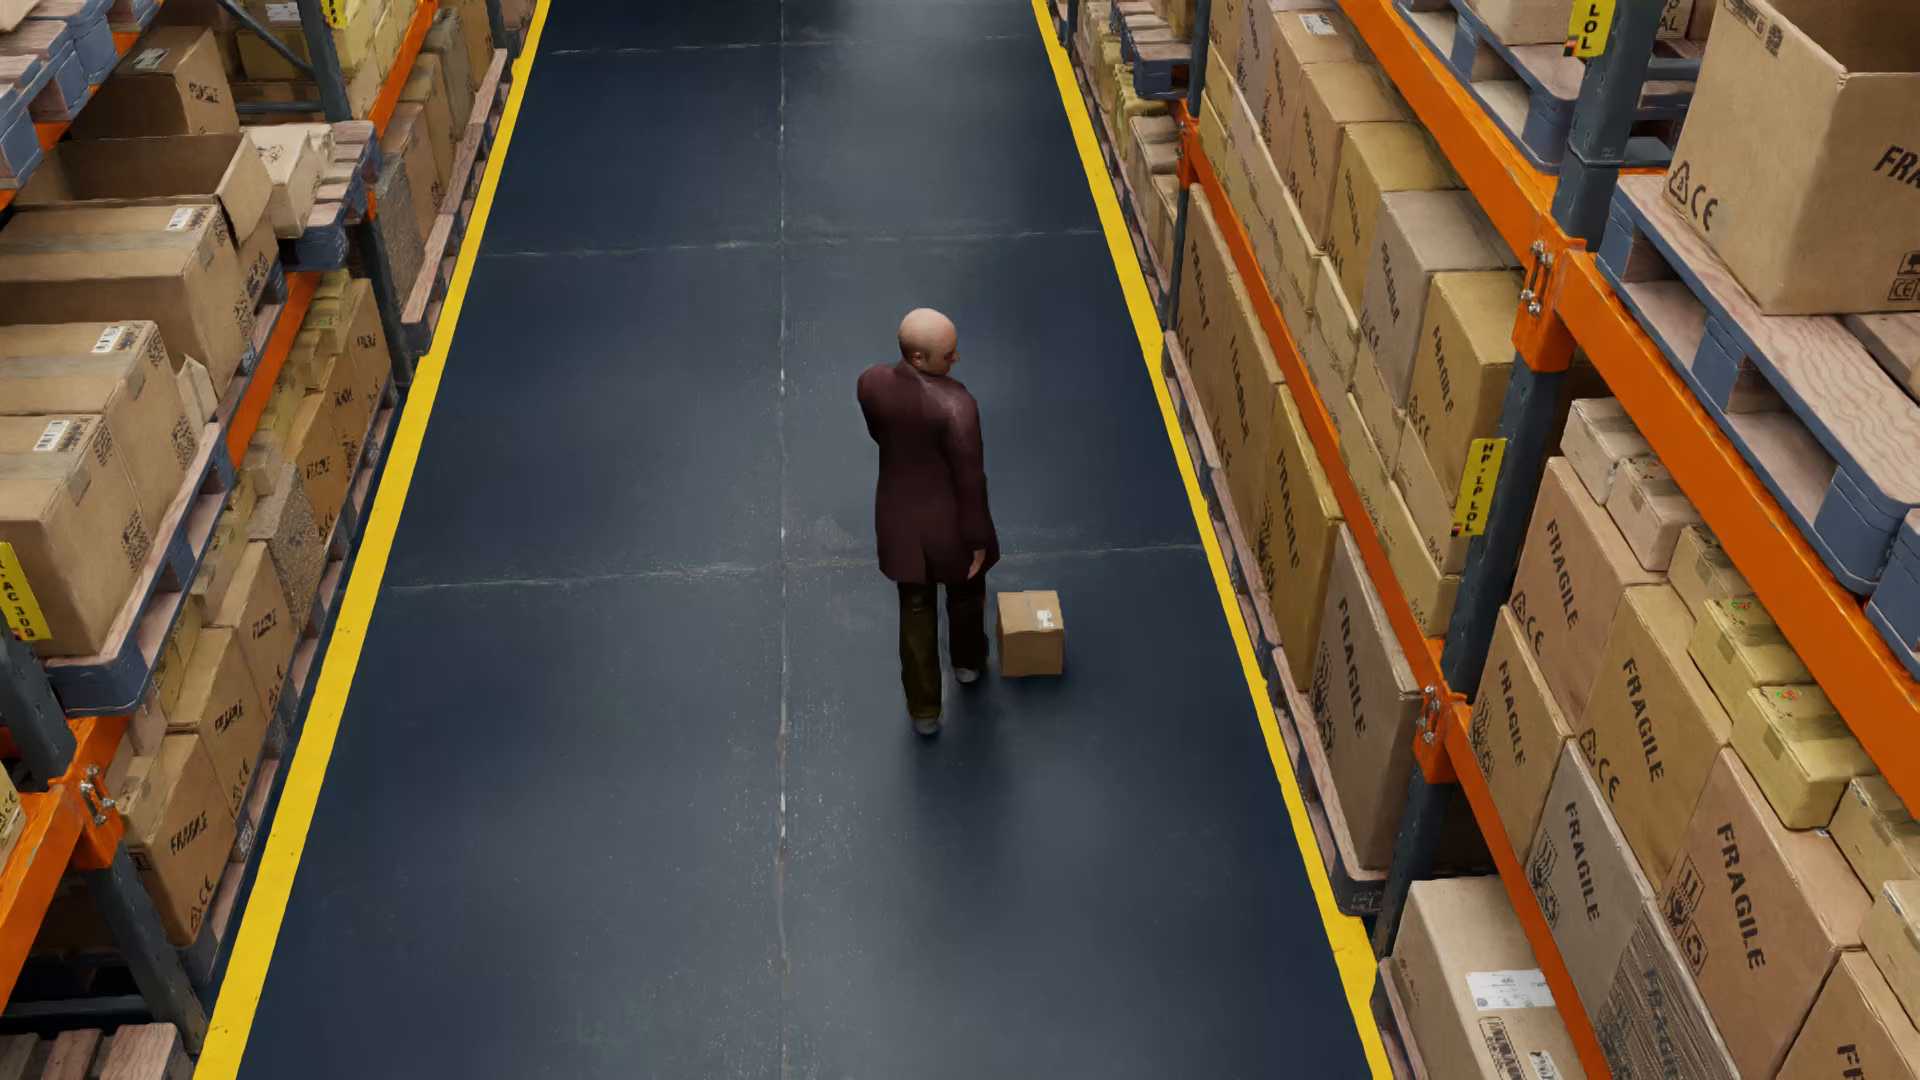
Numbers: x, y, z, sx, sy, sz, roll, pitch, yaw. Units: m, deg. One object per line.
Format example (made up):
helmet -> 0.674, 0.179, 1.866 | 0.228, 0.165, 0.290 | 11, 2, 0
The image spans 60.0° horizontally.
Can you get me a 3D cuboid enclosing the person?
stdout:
person -> -0.106, -0.021, 6.373 | 0.569, 1.629, 0.698 | 11, 40, 14
